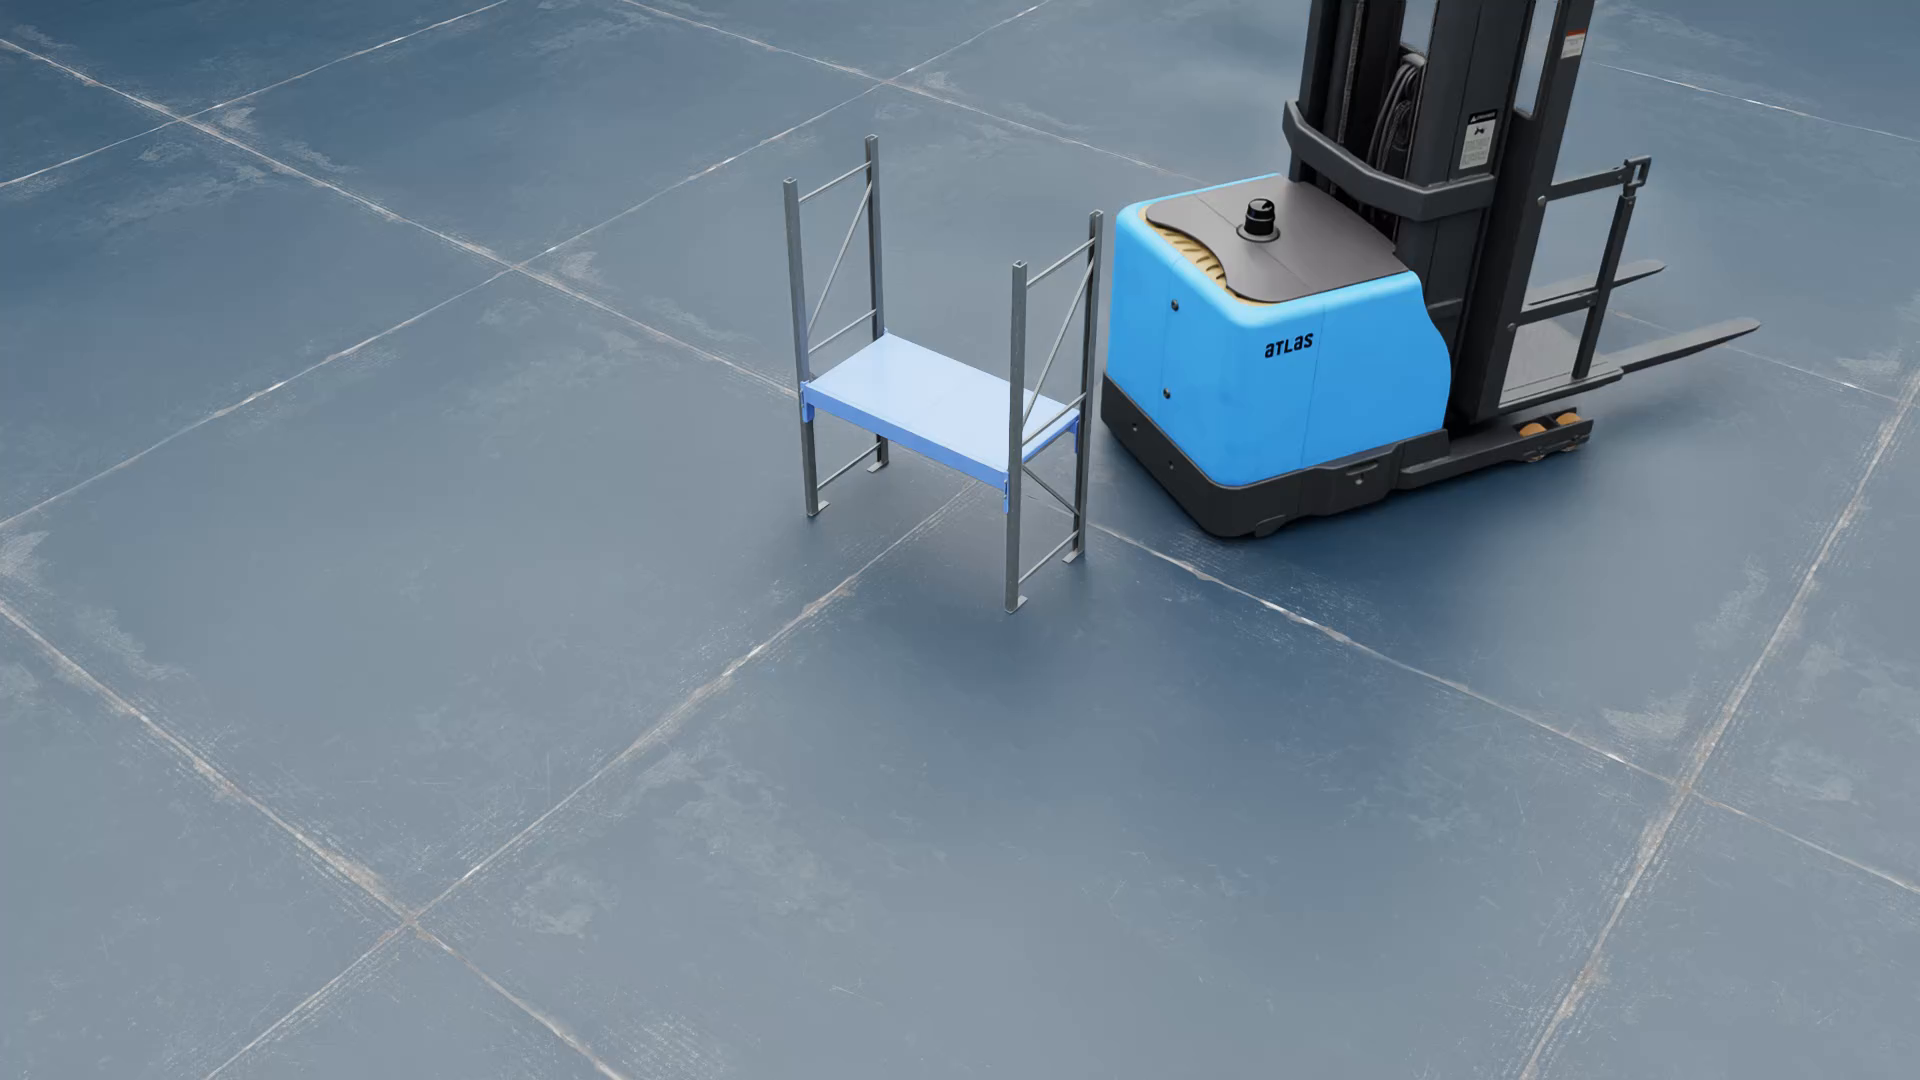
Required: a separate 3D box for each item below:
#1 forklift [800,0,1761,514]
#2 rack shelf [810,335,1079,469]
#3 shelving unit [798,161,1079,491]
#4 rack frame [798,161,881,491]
[{"bbox_3d":[8.675,-0.806,4.860,15.967,3.598,10.324,-16,41,-19],"label":"forklift"},{"bbox_3d":[-0.068,-0.519,6.409,0.952,0.062,0.459,25,45,29],"label":"rack shelf"},{"bbox_3d":[-0.084,-0.629,6.337,0.991,1.308,0.475,25,45,29],"label":"shelving unit"},{"bbox_3d":[-0.473,-0.812,6.571,0.013,1.308,0.475,25,45,29],"label":"rack frame"}]
